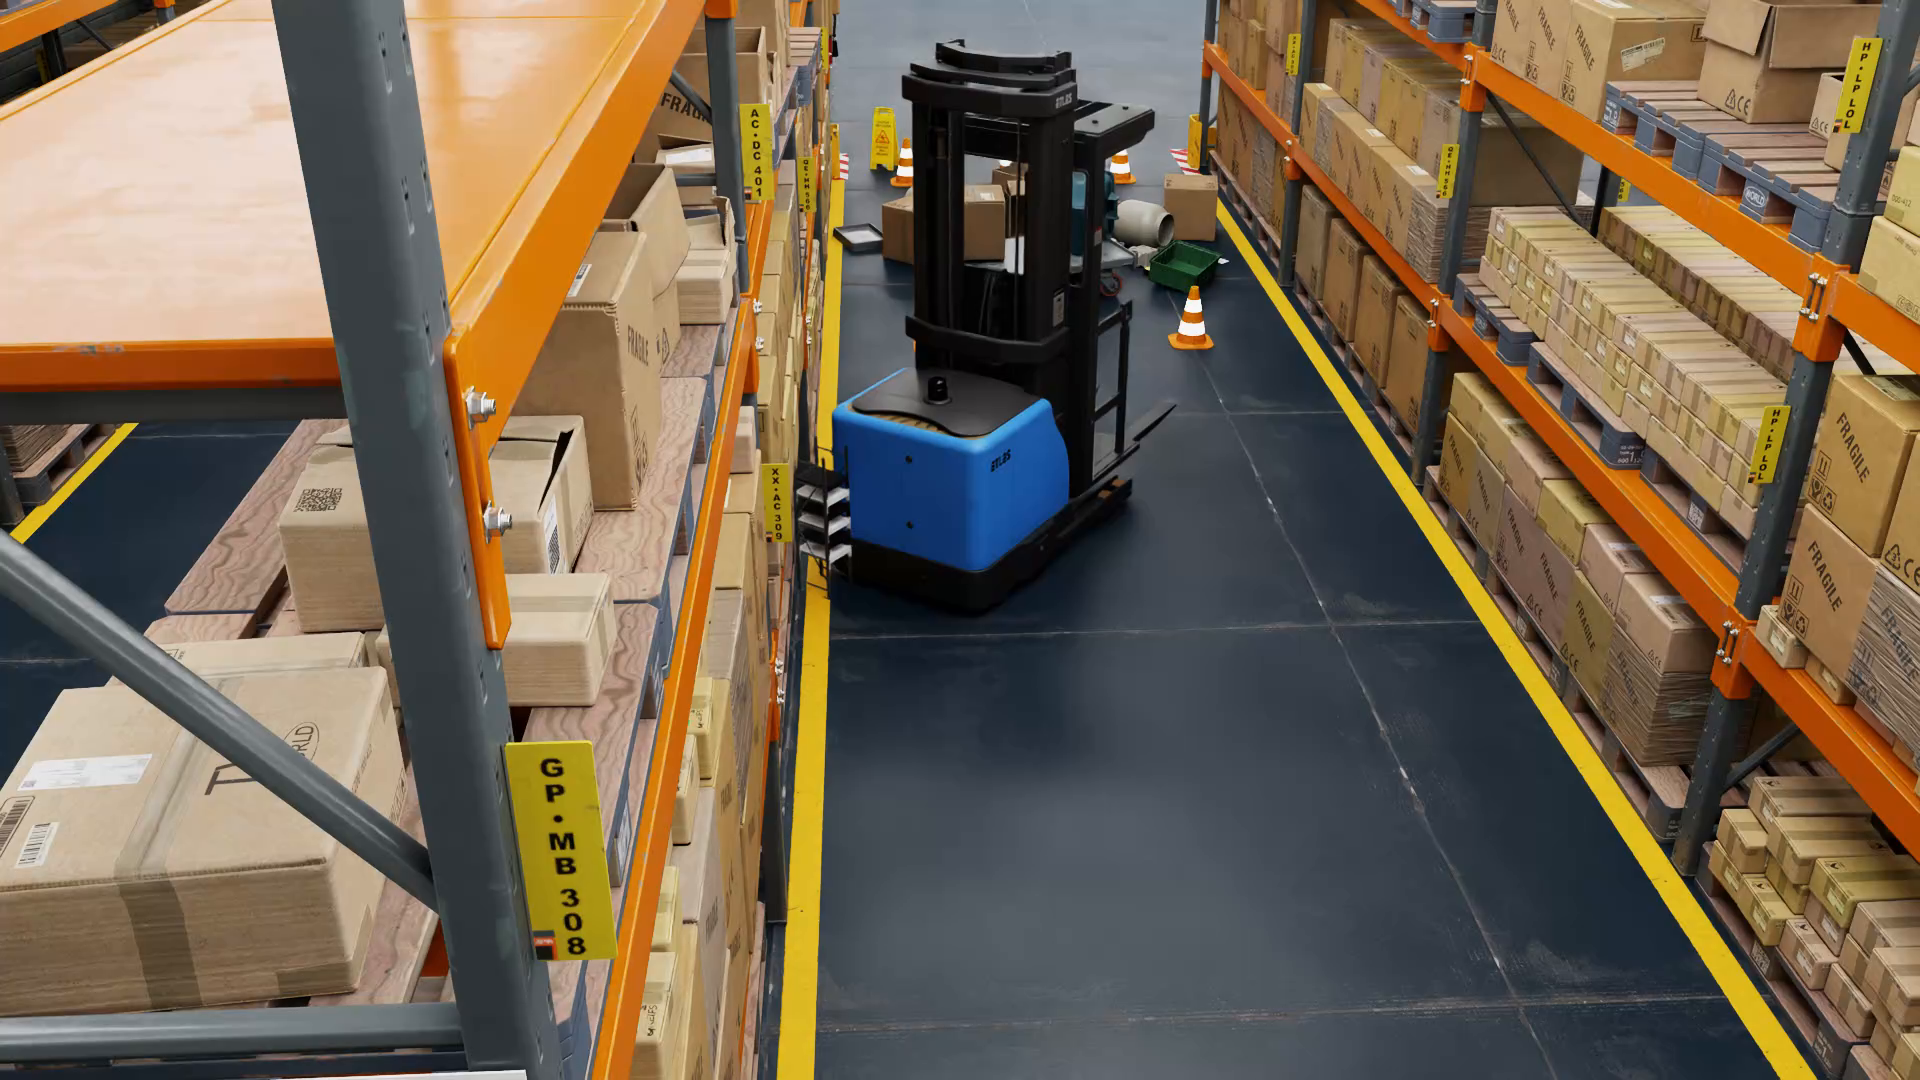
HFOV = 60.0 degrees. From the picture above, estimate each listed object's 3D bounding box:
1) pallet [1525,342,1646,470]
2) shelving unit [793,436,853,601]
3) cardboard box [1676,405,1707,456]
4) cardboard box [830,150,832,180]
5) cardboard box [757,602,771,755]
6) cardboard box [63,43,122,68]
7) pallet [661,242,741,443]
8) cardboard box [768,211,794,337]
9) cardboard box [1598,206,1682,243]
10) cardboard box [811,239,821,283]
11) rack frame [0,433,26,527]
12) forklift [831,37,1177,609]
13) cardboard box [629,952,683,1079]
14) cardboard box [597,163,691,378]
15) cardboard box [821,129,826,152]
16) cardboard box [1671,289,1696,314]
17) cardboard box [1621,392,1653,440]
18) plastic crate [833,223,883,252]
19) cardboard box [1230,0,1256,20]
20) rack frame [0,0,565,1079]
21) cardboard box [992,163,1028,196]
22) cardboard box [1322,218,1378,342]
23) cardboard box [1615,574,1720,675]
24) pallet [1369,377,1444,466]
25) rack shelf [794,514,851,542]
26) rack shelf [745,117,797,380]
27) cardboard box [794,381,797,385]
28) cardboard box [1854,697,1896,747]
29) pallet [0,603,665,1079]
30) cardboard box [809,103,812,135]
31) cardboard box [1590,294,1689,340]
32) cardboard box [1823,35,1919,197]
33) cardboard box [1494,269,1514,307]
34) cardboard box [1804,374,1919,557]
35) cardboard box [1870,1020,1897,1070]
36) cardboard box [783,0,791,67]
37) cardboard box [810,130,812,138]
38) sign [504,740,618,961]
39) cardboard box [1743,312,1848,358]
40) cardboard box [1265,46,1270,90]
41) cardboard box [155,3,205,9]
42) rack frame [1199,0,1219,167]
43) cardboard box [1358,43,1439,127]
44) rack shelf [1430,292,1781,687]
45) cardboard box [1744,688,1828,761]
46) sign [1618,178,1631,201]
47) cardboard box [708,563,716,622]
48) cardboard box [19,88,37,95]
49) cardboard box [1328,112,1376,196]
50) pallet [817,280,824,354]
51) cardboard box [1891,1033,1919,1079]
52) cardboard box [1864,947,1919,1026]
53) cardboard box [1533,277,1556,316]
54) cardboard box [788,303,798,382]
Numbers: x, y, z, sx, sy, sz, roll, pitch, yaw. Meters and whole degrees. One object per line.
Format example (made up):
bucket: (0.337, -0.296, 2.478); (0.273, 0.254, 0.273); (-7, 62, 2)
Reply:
pallet: (3.632, -0.720, 8.594); (1.003, 0.211, 1.213); (-1, 28, -3)
shelving unit: (-0.786, -0.119, 9.506); (0.258, 0.900, 0.210); (18, 32, 30)
cardboard box: (3.454, -0.493, 7.447); (0.380, 0.149, 0.250); (0, 28, 0)
cardboard box: (-1.556, -3.835, 16.879); (0.500, 0.250, 0.500); (-2, 28, -3)
cardboard box: (-0.962, 0.459, 6.018); (0.500, 0.500, 0.500); (-1, 28, -2)
cardboard box: (-6.934, -3.881, 13.317); (0.380, 0.149, 0.250); (-1, 28, -3)
pallet: (-1.209, -0.617, 5.042); (1.003, 0.211, 1.213); (-1, 28, -3)
cardboard box: (-1.108, -1.341, 8.388); (0.500, 0.500, 0.500); (-1, 28, -3)
cardboard box: (3.971, -1.841, 9.711); (0.380, 0.149, 0.250); (-2, 28, -5)
cardboard box: (-1.629, -2.178, 13.570); (0.950, 0.372, 0.625); (-1, 28, -2)
rack frame: (-6.407, -1.430, 9.748); (1.000, 3.000, 0.127); (-1, 28, -3)
forklift: (0.450, -1.551, 10.054); (1.130, 2.935, 3.031); (16, 31, 27)
cardboard box: (-0.758, 0.955, 3.285); (0.380, 0.149, 0.250); (-1, 28, -1)
cardboard box: (-1.139, -0.689, 4.409); (0.797, 0.503, 0.637); (1, 28, 1)
cardboard box: (-1.396, -3.562, 14.842); (0.380, 0.149, 0.250); (0, 28, -1)
cardboard box: (4.024, -1.232, 8.865); (0.380, 0.149, 0.250); (-2, 28, -3)
cardboard box: (3.420, -0.603, 7.981); (0.380, 0.149, 0.250); (-3, 28, -5)
plastic crate: (-0.922, -2.849, 15.627); (0.402, 0.080, 0.583); (-11, 30, -20)
cardboard box: (3.065, -5.272, 15.784); (0.875, 0.550, 0.550); (-1, 28, -3)
rack frame: (-1.036, -0.517, 1.511); (0.949, 2.616, 0.053); (-1, 28, -3)
cardboard box: (0.752, -3.389, 16.204); (0.797, 0.503, 0.637); (-23, 35, -37)
cardboard box: (3.448, -2.024, 12.865); (1.050, 0.750, 0.750); (-1, 28, -3)
cardboard box: (3.405, 0.381, 7.714); (0.500, 0.250, 0.500); (-2, 28, -4)
pallet: (3.522, -0.847, 11.647); (1.003, 0.211, 1.213); (-1, 28, -3)
rack shelf: (-0.786, -0.090, 9.521); (0.258, 0.077, 0.200); (18, 32, 30)
rack shelf: (-1.346, -1.639, 7.683); (1.077, 0.370, 4.000); (-1, 28, -3)
cardboard box: (-1.112, -0.789, 8.682); (0.500, 0.250, 0.500); (-2, 28, -3)
cardboard box: (3.539, 0.619, 6.092); (0.380, 0.149, 0.250); (-3, 28, -5)
pallet: (-1.082, 0.510, 2.881); (1.003, 0.211, 1.213); (-1, 28, -3)
cardboard box: (-1.379, -3.325, 12.497); (0.500, 0.500, 0.500); (-1, 28, -2)
cardboard box: (3.398, -1.116, 8.321); (0.380, 0.149, 0.250); (-2, 28, -3)
cardboard box: (3.787, -1.609, 6.285); (0.700, 0.500, 0.500); (-1, 28, -3)
cardboard box: (3.323, -1.457, 9.618); (0.380, 0.149, 0.250); (0, 28, 0)
cardboard box: (3.477, -0.276, 6.024); (0.500, 0.500, 0.500); (-1, 28, -1)
cardboard box: (3.586, 1.859, 6.071); (0.380, 0.149, 0.250); (-3, 28, -5)
cardboard box: (-1.209, -2.660, 8.300); (0.700, 0.500, 0.500); (-3, 28, -5)
cardboard box: (-1.311, -3.002, 12.581); (0.380, 0.149, 0.250); (-2, 28, -3)
sign: (-0.478, 0.379, 2.004); (0.100, 0.325, 0.005); (-1, 28, -3)
cardboard box: (4.067, -0.999, 8.097); (0.380, 0.149, 0.250); (0, 28, -1)
cardboard box: (3.286, -4.307, 15.103); (0.875, 0.550, 0.550); (-1, 28, -3)
cardboard box: (-6.968, -4.713, 14.912); (0.380, 0.149, 0.250); (-1, 28, -2)
rack frame: (3.070, -5.412, 17.384); (1.000, 3.000, 0.127); (-1, 28, -3)
cardboard box: (3.366, -3.353, 12.245); (0.700, 0.500, 0.500); (-1, 28, -2)
rack shelf: (3.592, -0.475, 8.696); (1.077, 0.370, 4.000); (-1, 28, -3)
cardboard box: (3.923, 0.704, 7.906); (0.500, 0.500, 0.500); (0, 28, -1)
sign: (4.029, -2.214, 10.084); (0.100, 0.325, 0.005); (-1, 28, -3)
cardboard box: (-0.919, 0.126, 4.874); (0.380, 0.149, 0.250); (-2, 28, -3)
cardboard box: (-6.850, -3.317, 12.556); (0.380, 0.149, 0.250); (-2, 28, -4)
cardboard box: (3.088, -2.896, 12.451); (0.500, 0.500, 0.500); (-2, 28, -3)
pallet: (-1.617, -1.803, 13.479); (1.003, 0.211, 1.213); (-1, 28, -3)
cardboard box: (3.500, 1.847, 5.772); (0.380, 0.149, 0.250); (-2, 28, -3)
cardboard box: (3.493, 1.591, 5.941); (0.380, 0.149, 0.250); (-1, 28, -2)
cardboard box: (3.359, -1.332, 9.056); (0.380, 0.149, 0.250); (-1, 28, -2)
cardboard box: (-1.094, -1.017, 8.577); (0.500, 0.250, 0.500); (-2, 28, -4)
